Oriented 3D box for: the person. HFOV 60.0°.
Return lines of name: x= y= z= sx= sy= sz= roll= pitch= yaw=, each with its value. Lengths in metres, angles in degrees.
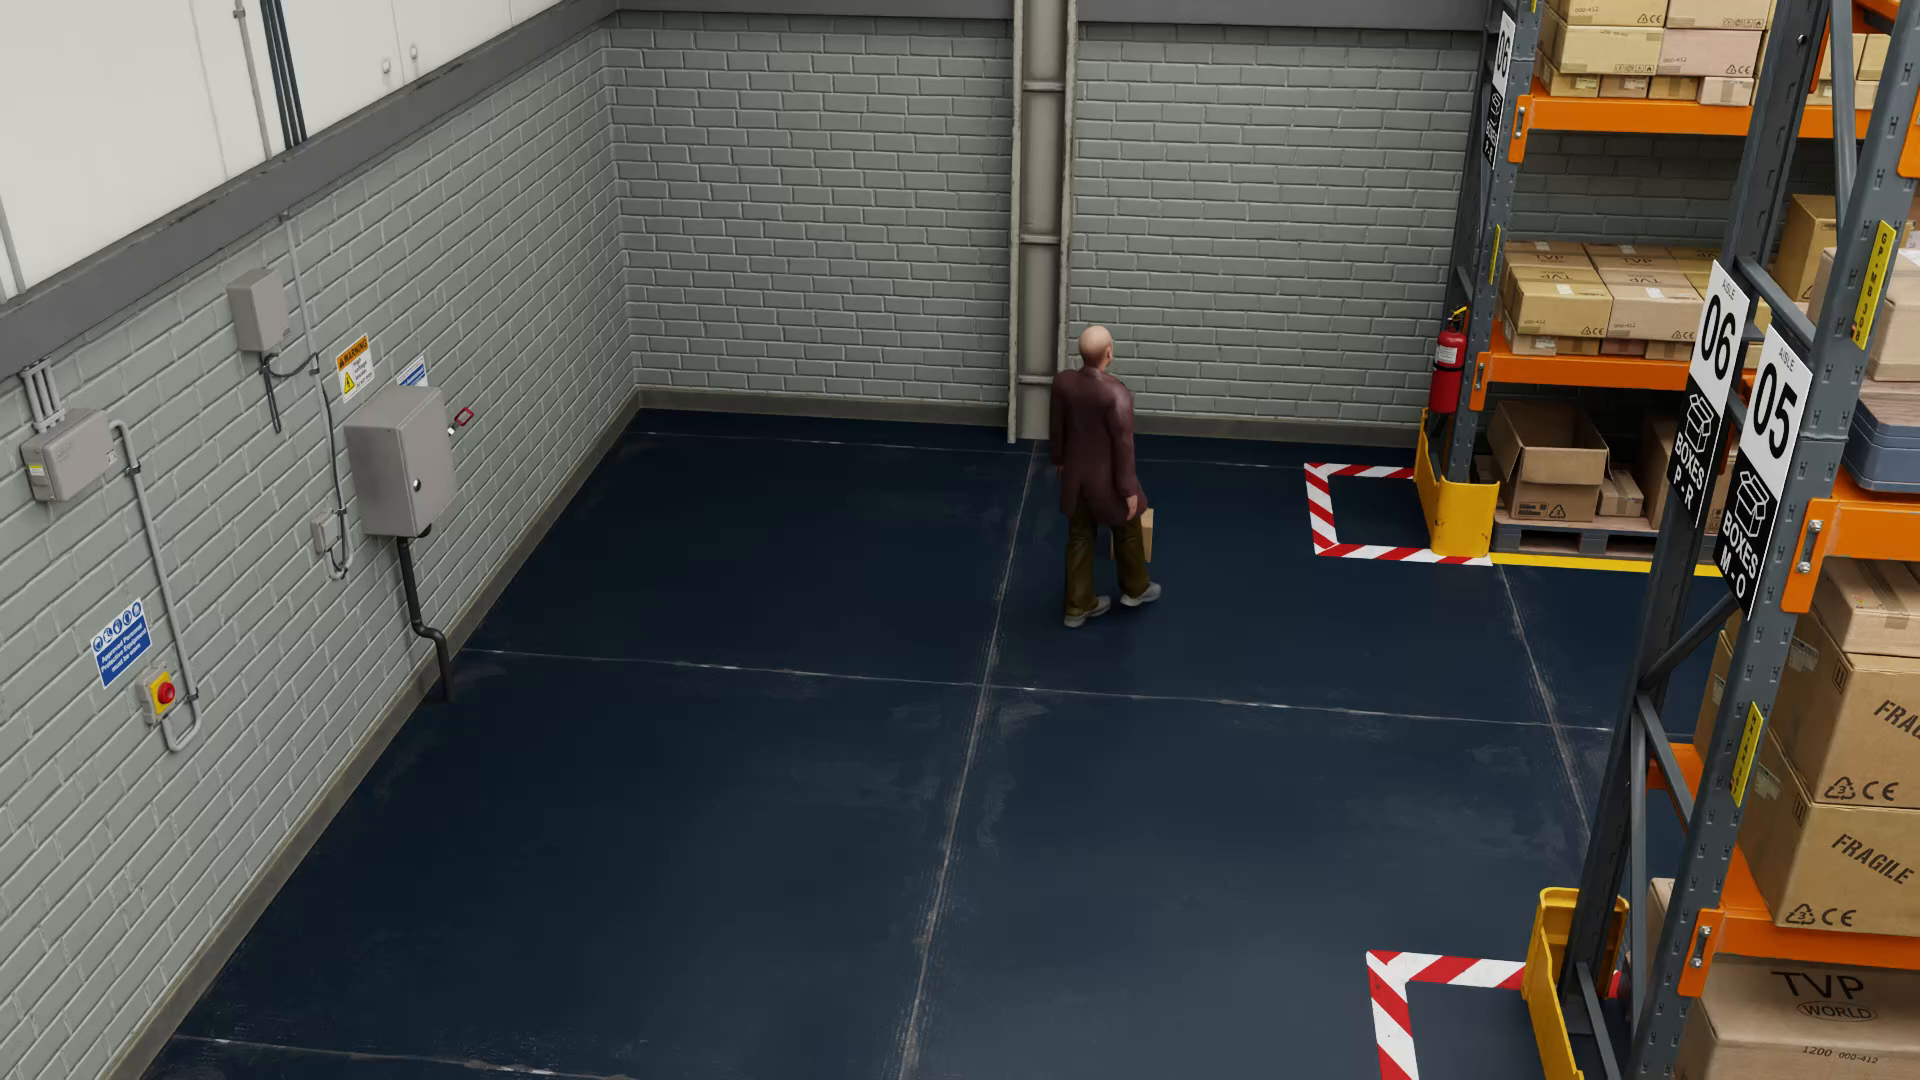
person: x=0.844 y=-0.399 z=9.402 sx=0.665 sy=1.783 sz=0.737 roll=21 pitch=35 yaw=34
